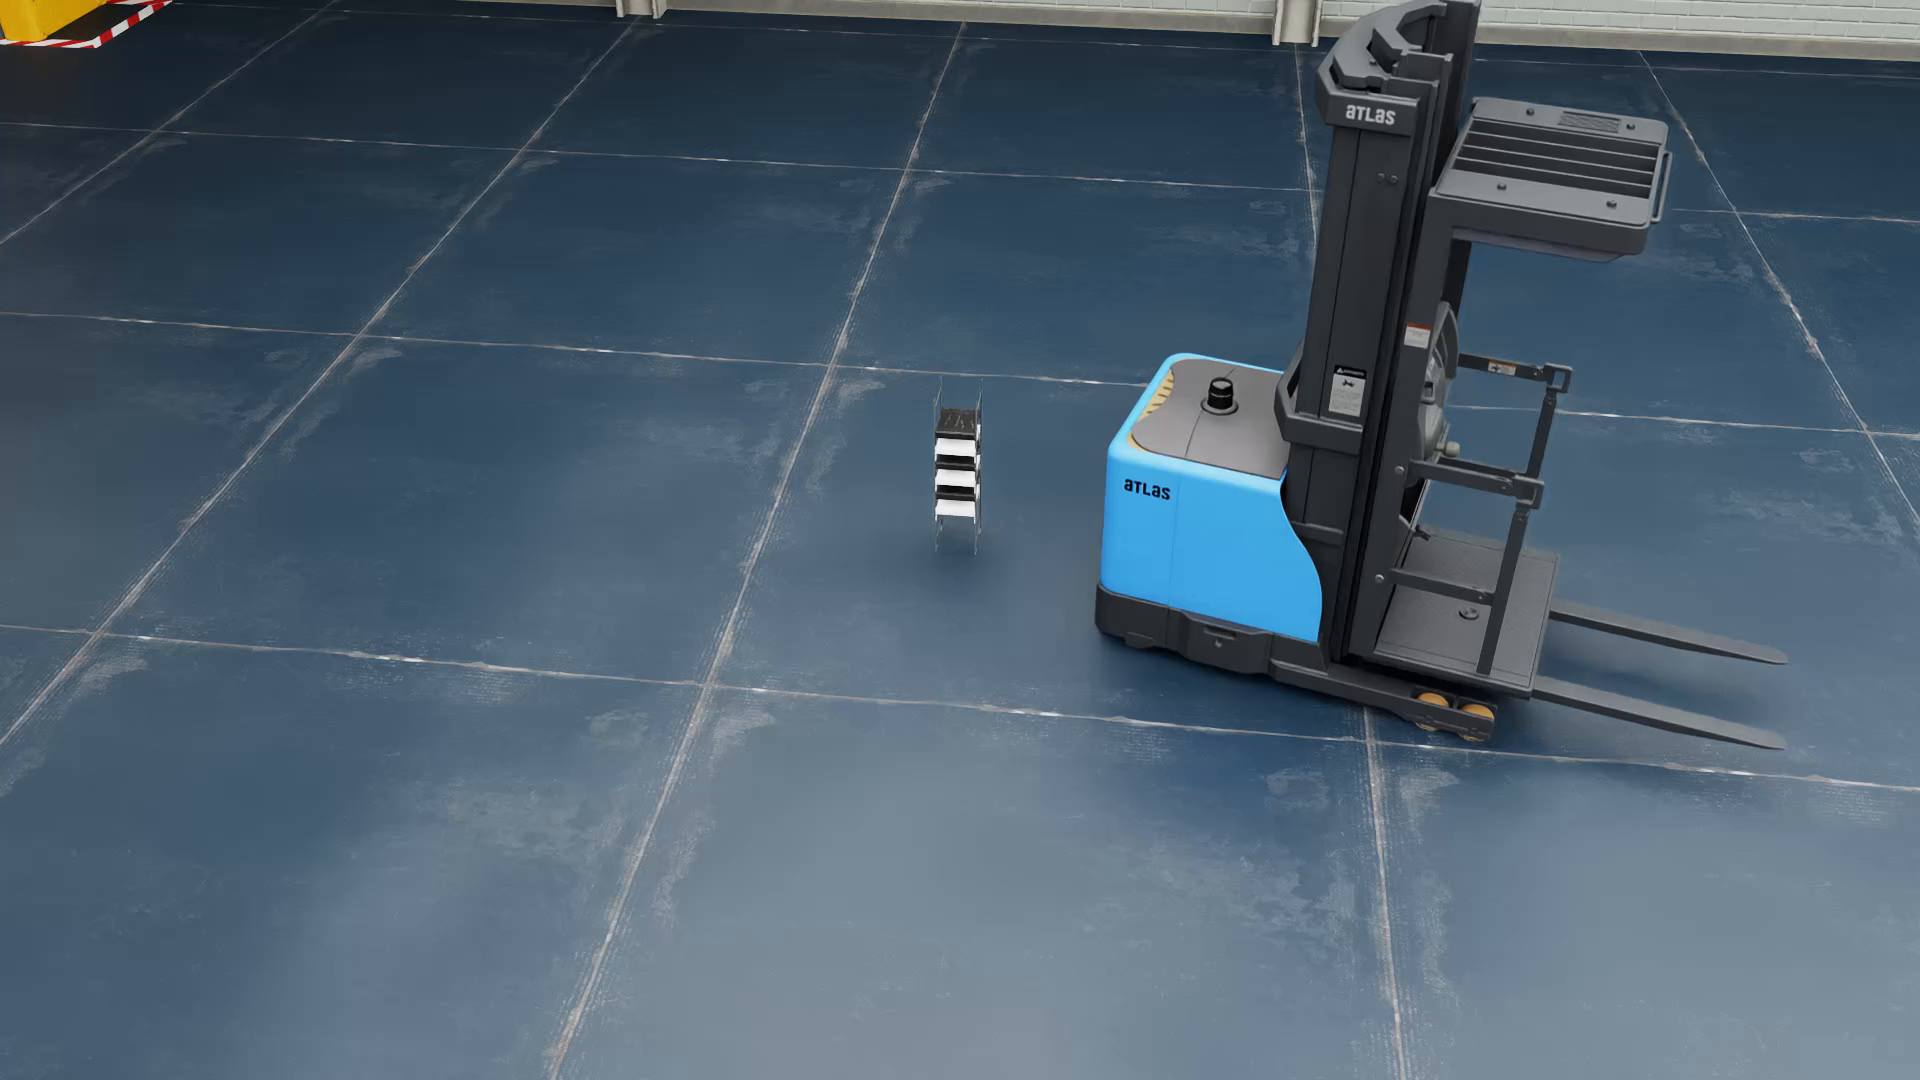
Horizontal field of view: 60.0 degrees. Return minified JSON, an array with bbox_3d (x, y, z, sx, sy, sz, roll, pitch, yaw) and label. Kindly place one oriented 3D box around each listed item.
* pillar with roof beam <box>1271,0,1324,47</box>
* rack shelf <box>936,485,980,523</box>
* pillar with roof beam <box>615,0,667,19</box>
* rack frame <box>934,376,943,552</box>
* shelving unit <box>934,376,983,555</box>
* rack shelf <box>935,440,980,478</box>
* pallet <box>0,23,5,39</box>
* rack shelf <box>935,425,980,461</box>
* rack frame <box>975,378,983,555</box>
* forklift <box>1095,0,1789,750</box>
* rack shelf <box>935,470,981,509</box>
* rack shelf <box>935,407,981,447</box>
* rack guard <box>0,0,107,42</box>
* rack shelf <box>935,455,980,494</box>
[{"bbox_3d":[2.444,-5.657,8.787,0.400,9.000,9.100,4,36,6],"label":"pillar with roof beam"},{"bbox_3d":[-0.008,-0.193,8.470,0.200,0.077,0.258,4,36,6],"label":"rack shelf"},{"bbox_3d":[-3.508,-6.101,9.409,0.400,9.000,9.100,4,36,6],"label":"pillar with roof beam"},{"bbox_3d":[-0.109,-0.374,8.357,0.006,0.900,0.240,4,36,6],"label":"rack frame"},{"bbox_3d":[-0.008,-0.367,8.346,0.210,0.900,0.258,4,36,6],"label":"shelving unit"},{"bbox_3d":[-0.008,-0.413,8.314,0.200,0.077,0.258,4,36,6],"label":"rack shelf"},{"bbox_3d":[-9.098,-4.910,15.305,1.213,0.211,1.003,4,36,6],"label":"pallet"},{"bbox_3d":[-0.008,-0.486,8.261,0.200,0.077,0.258,4,36,6],"label":"rack shelf"},{"bbox_3d":[0.093,-0.359,8.336,0.006,0.900,0.240,4,36,6],"label":"rack frame"},{"bbox_3d":[2.209,-0.652,6.998,3.031,2.935,1.130,14,38,18],"label":"forklift"},{"bbox_3d":[-0.008,-0.267,8.418,0.200,0.077,0.258,4,36,6],"label":"rack shelf"},{"bbox_3d":[-0.008,-0.560,8.209,0.200,0.077,0.258,4,36,6],"label":"rack shelf"},{"bbox_3d":[-8.311,-4.993,15.173,0.348,0.500,1.175,4,36,6],"label":"rack guard"},{"bbox_3d":[-0.008,-0.340,8.366,0.200,0.077,0.258,4,36,6],"label":"rack shelf"}]
